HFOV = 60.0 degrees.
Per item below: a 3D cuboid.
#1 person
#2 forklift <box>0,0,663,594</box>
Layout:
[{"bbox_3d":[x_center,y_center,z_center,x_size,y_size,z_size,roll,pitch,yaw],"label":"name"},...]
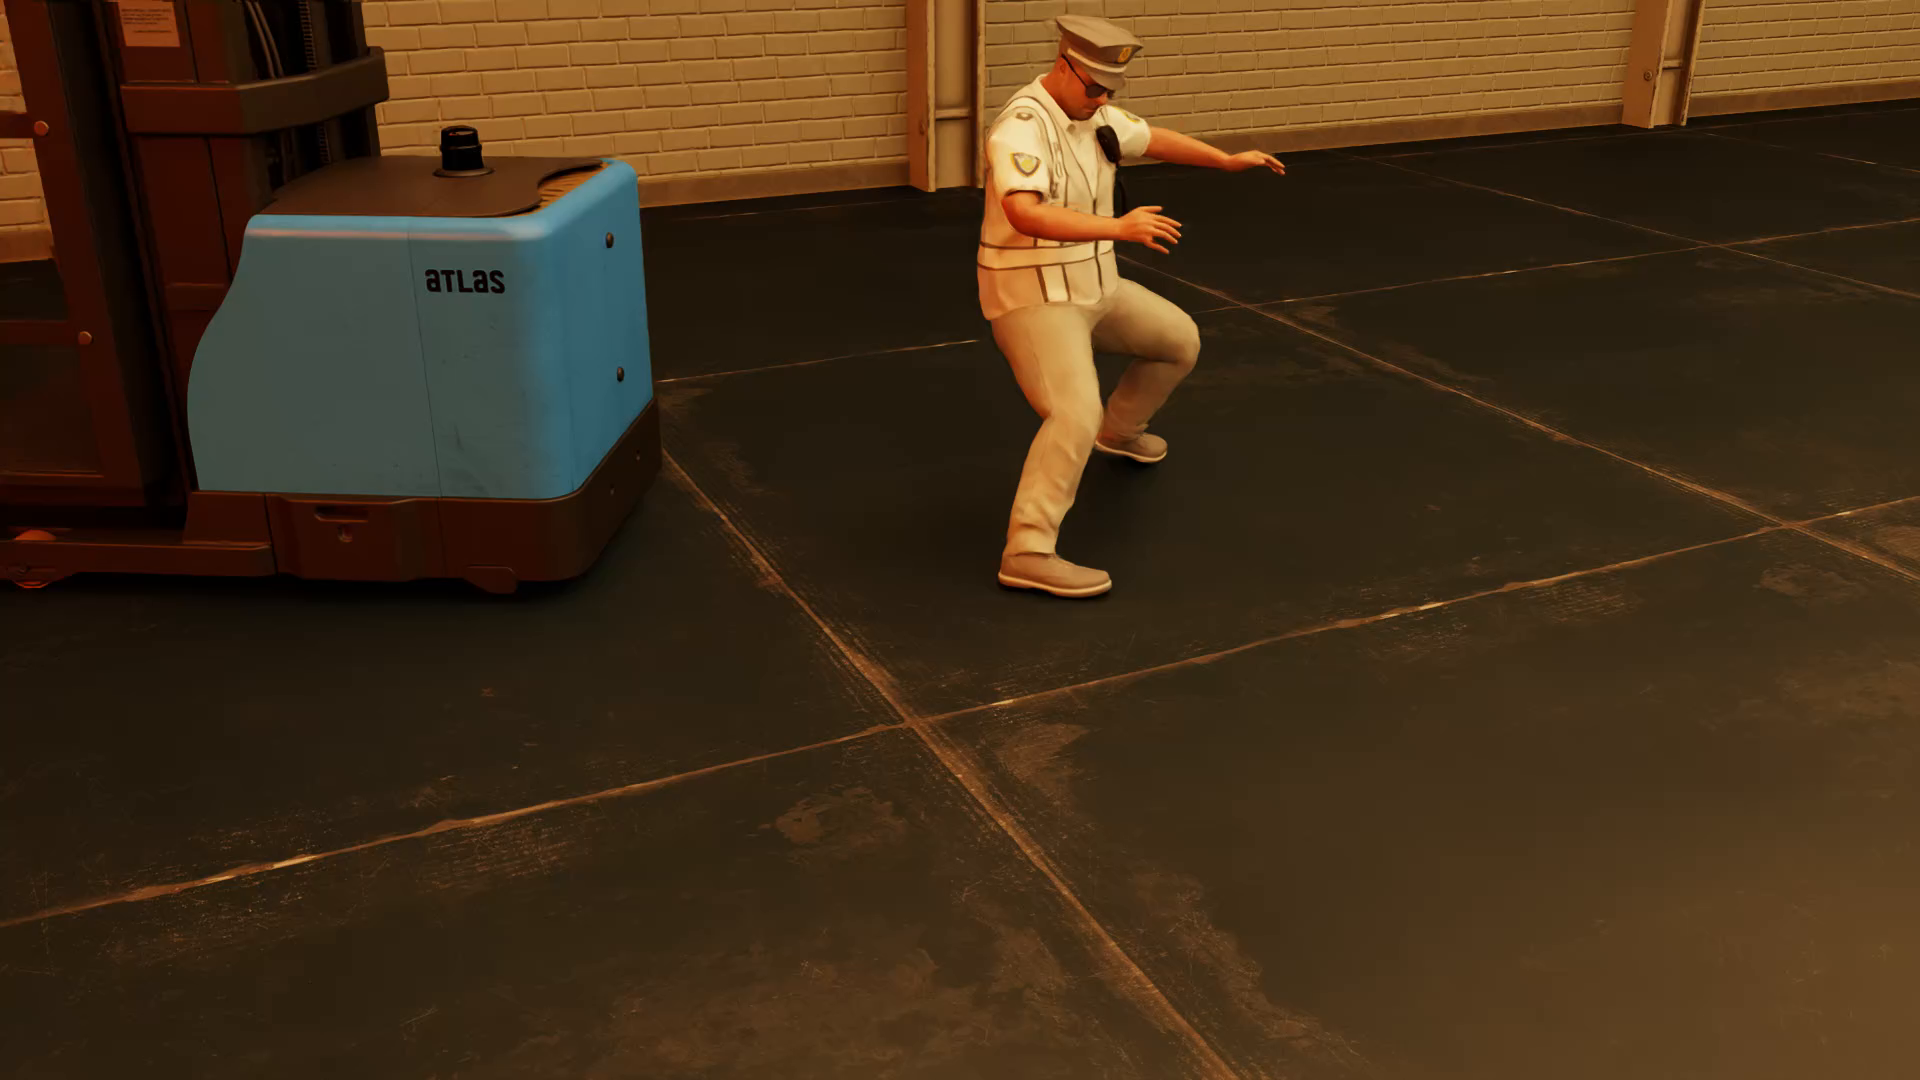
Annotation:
[{"bbox_3d":[0.433,-0.774,4.975,0.706,1.528,1.238,16,28,34],"label":"person"},{"bbox_3d":[-2.529,-1.413,4.686,3.031,2.935,1.130,2,23,4],"label":"forklift"}]
